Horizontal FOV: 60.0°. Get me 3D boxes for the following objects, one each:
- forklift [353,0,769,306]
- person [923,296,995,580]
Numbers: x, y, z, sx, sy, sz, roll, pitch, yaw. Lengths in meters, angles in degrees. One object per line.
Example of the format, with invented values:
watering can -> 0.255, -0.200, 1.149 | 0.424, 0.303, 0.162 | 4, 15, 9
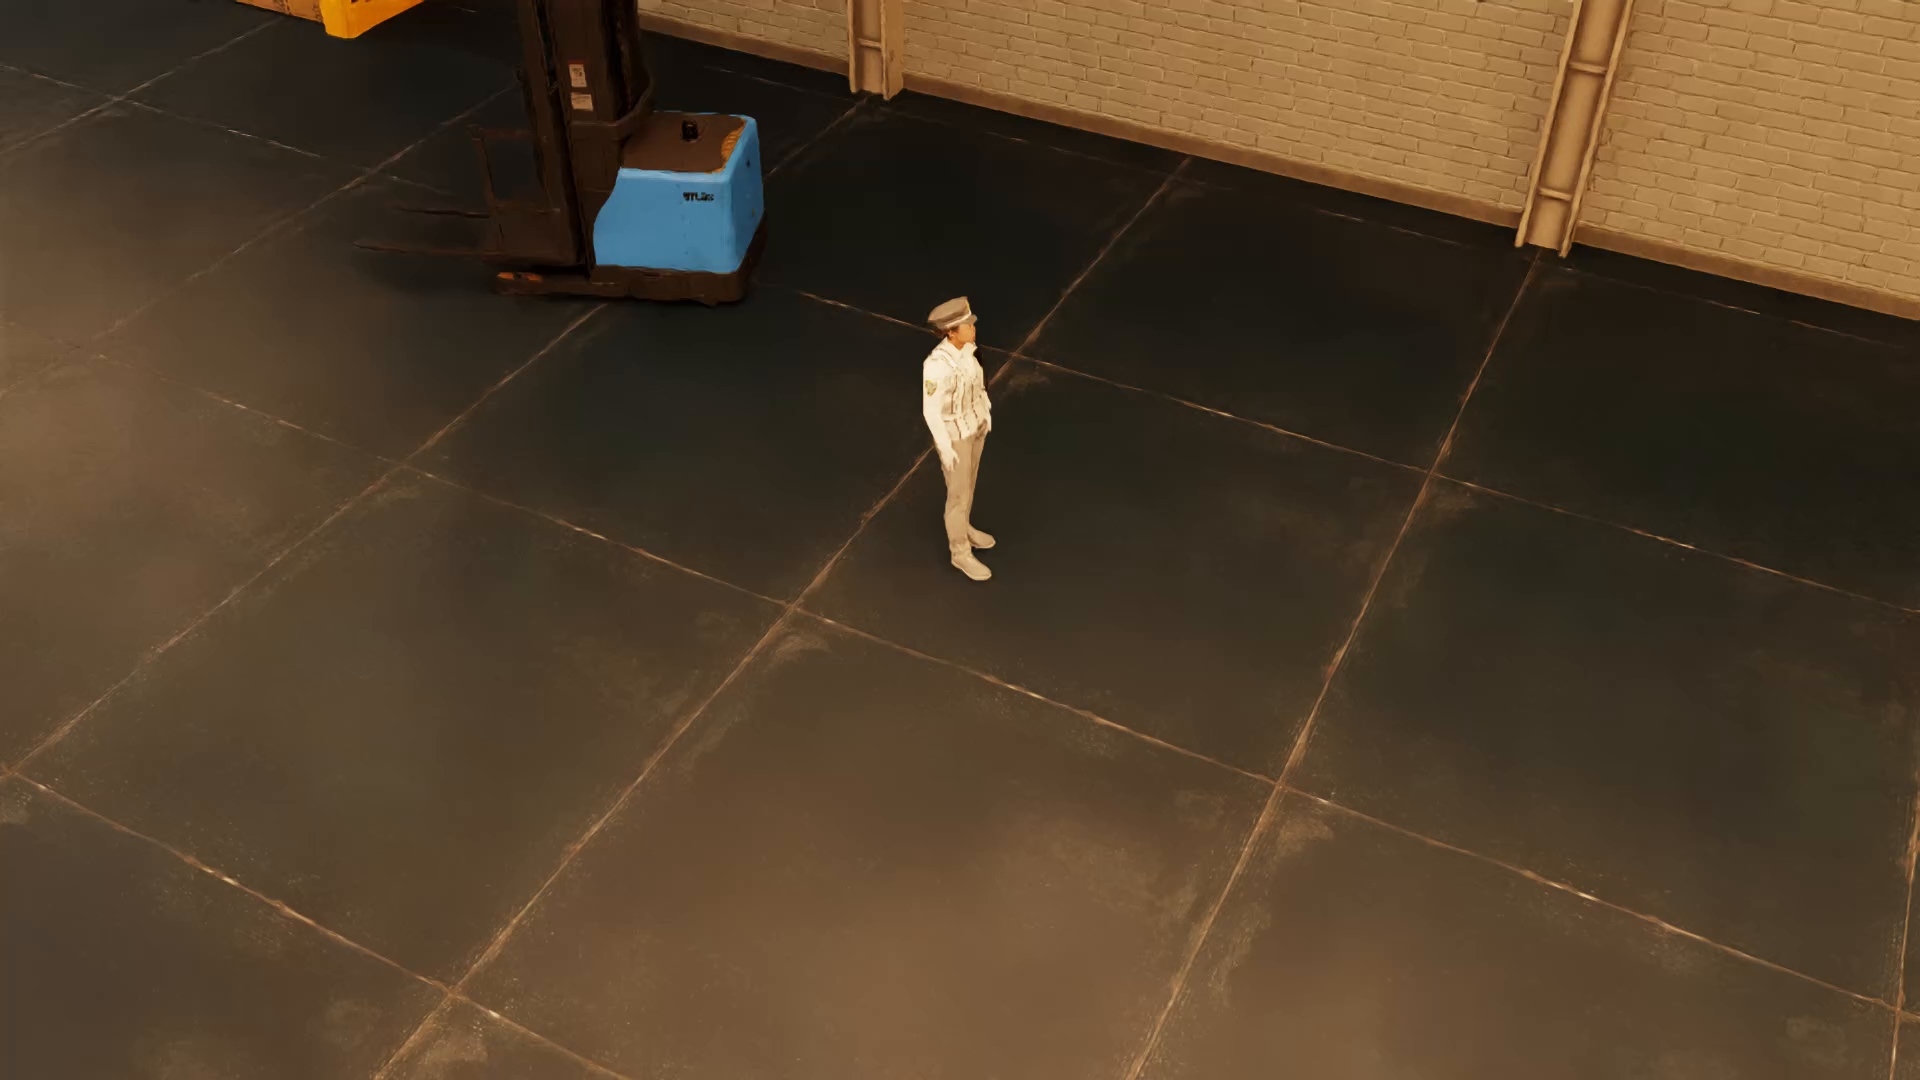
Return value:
forklift -> -3.047, -3.270, 11.869 | 3.031, 2.935, 1.130 | 5, 40, 6
person -> 0.058, -0.625, 9.686 | 0.529, 1.683, 0.586 | 18, 43, 21
